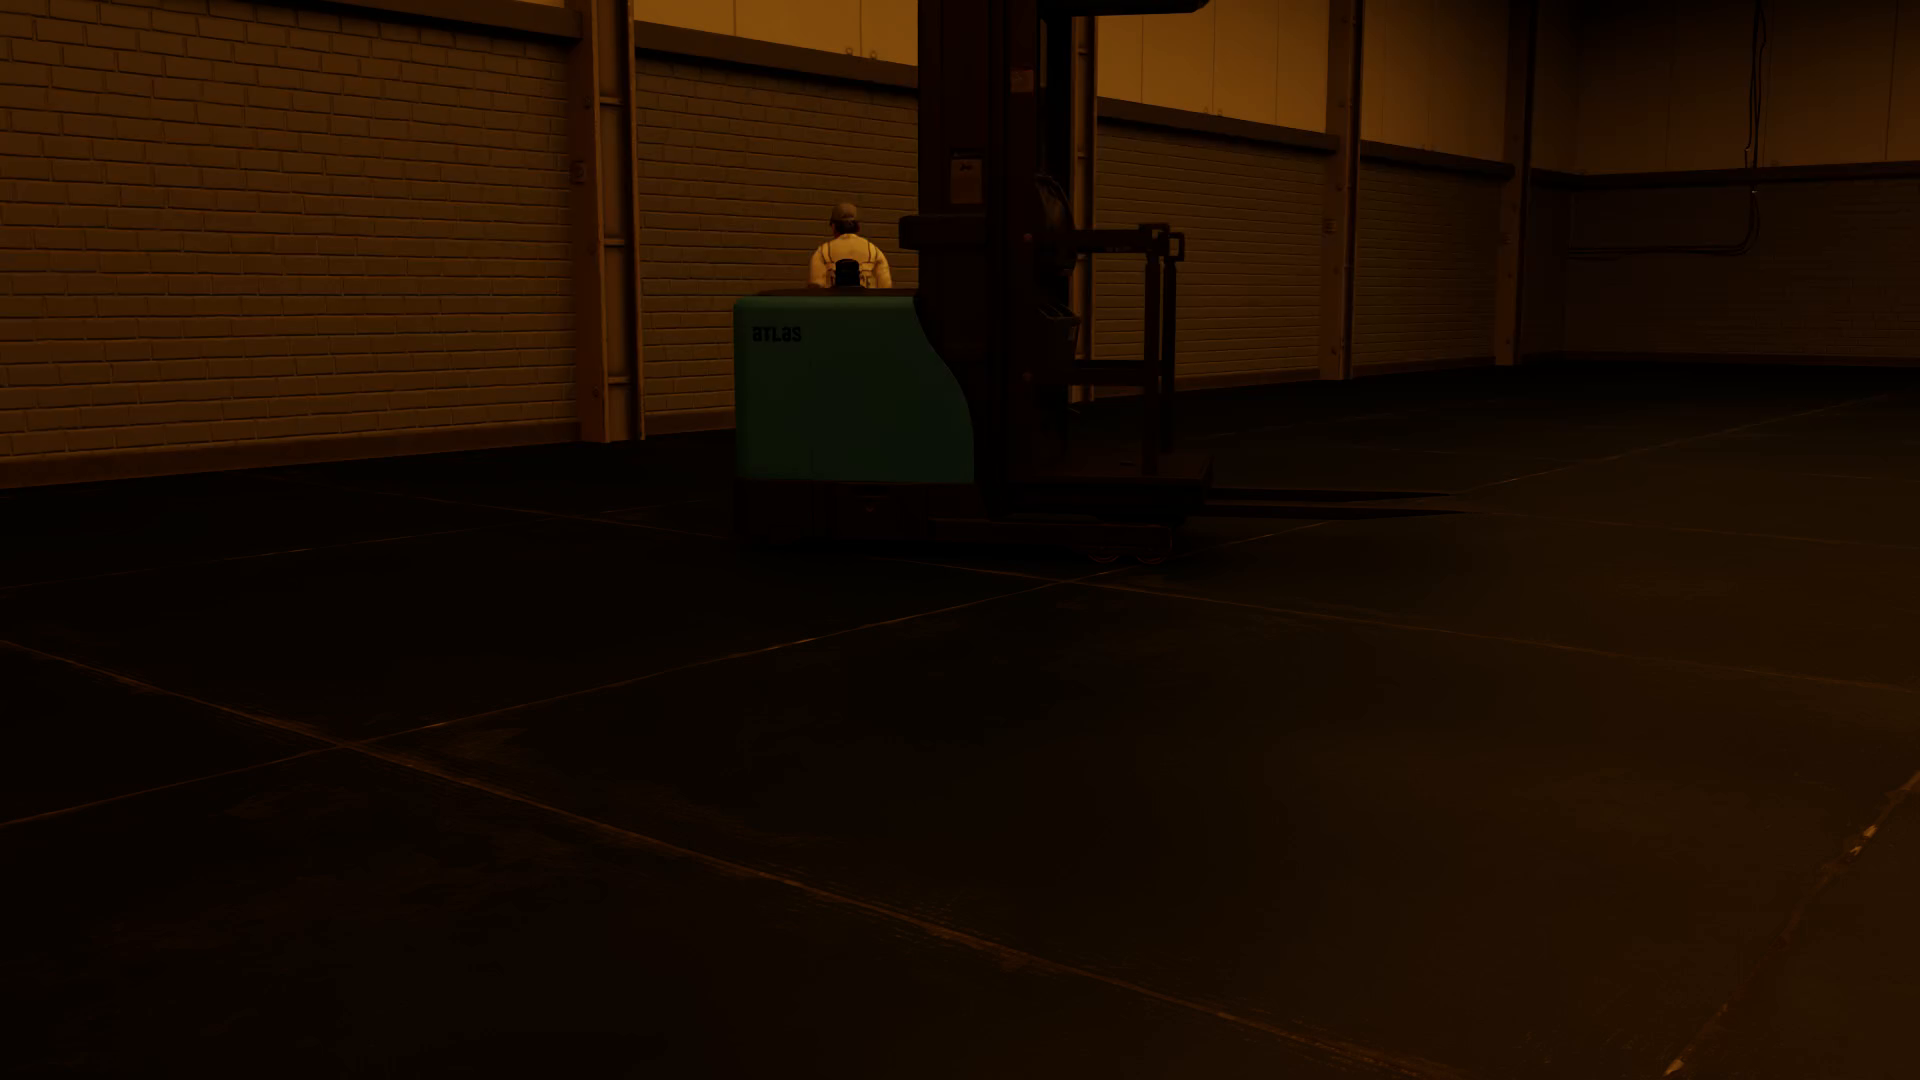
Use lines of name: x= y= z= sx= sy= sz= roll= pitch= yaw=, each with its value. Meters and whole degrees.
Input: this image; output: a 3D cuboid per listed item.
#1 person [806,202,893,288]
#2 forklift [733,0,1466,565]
person: x=-0.713 y=-1.245 z=10.376 sx=0.590 sy=1.698 sz=0.513 roll=-2 pitch=8 yaw=-10
forklift: x=0.599 y=-1.433 z=7.077 sx=3.031 sy=2.935 sz=1.130 roll=2 pitch=8 yaw=11
